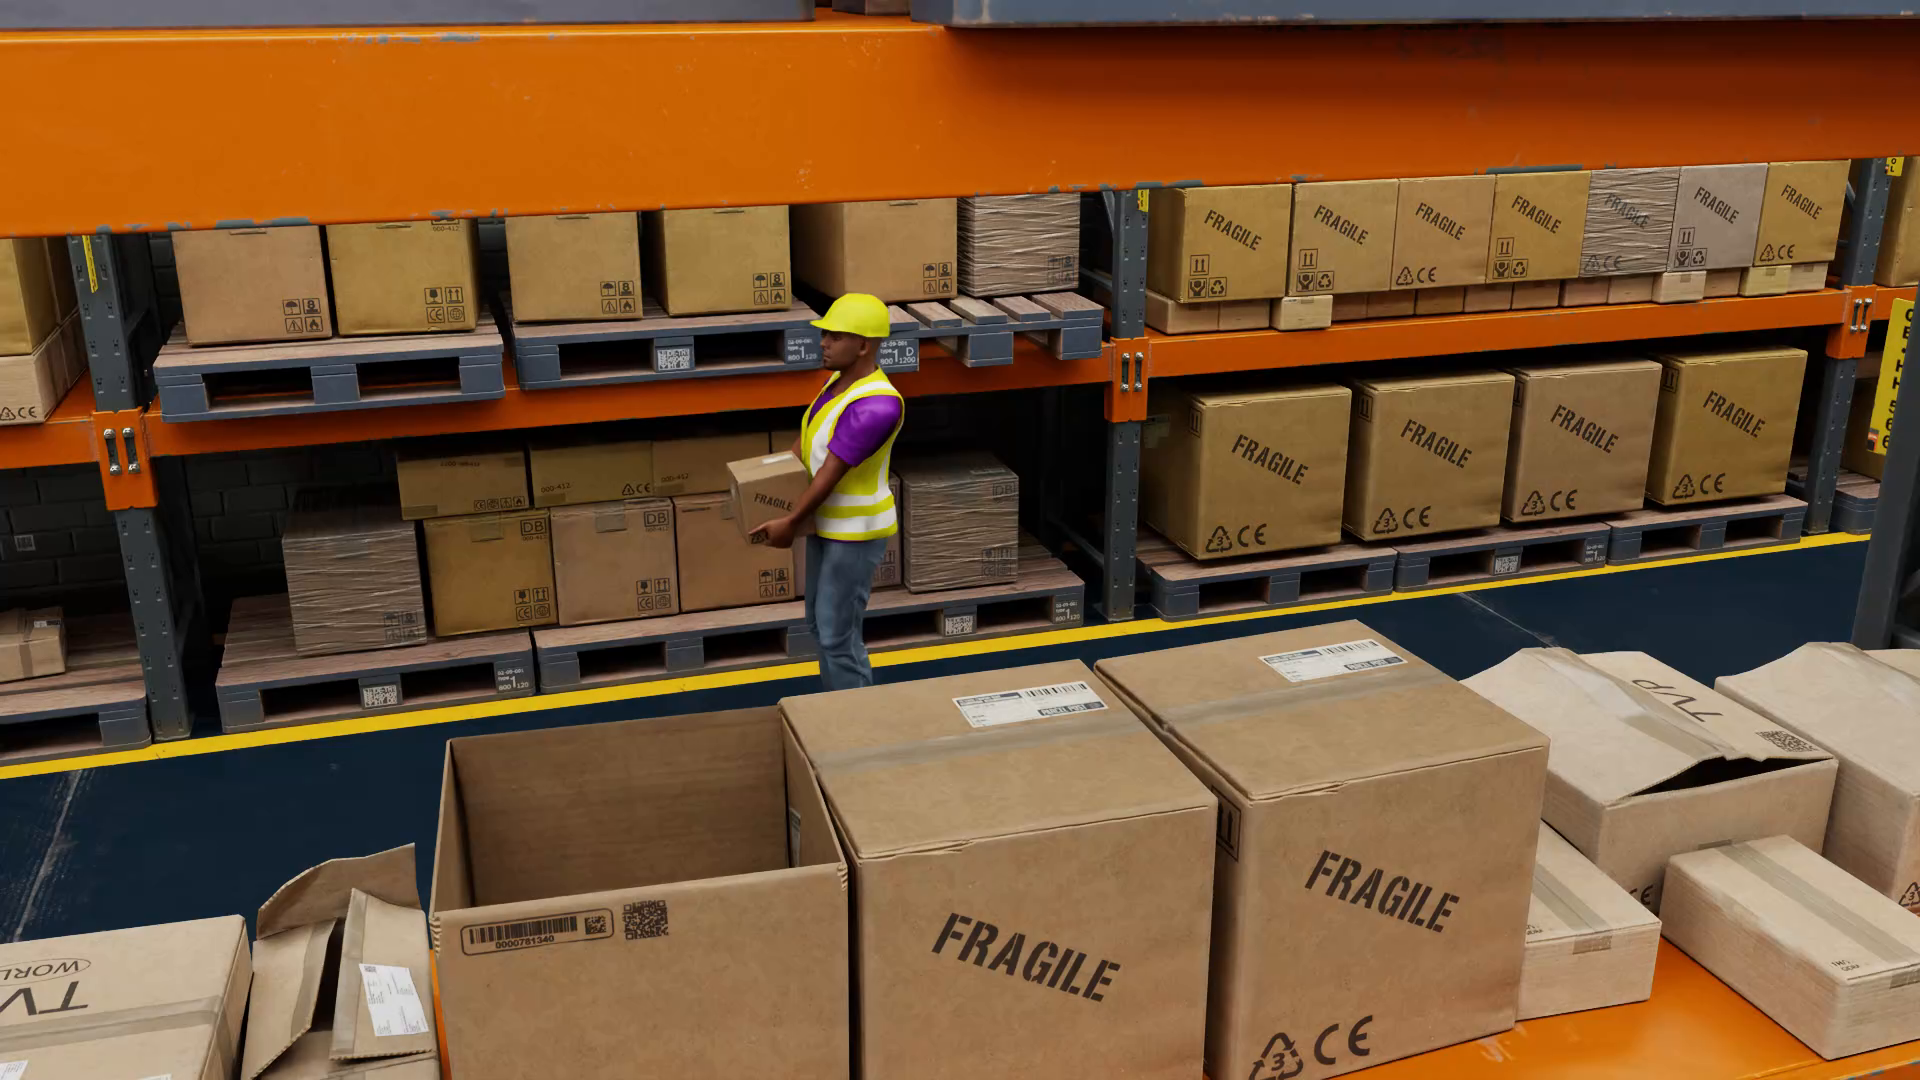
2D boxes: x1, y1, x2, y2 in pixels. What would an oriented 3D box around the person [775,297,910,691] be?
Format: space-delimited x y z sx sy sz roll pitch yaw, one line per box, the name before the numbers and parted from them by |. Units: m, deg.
person | -0.434 -0.027 6.119 0.461 1.759 0.632 -7 20 -21
